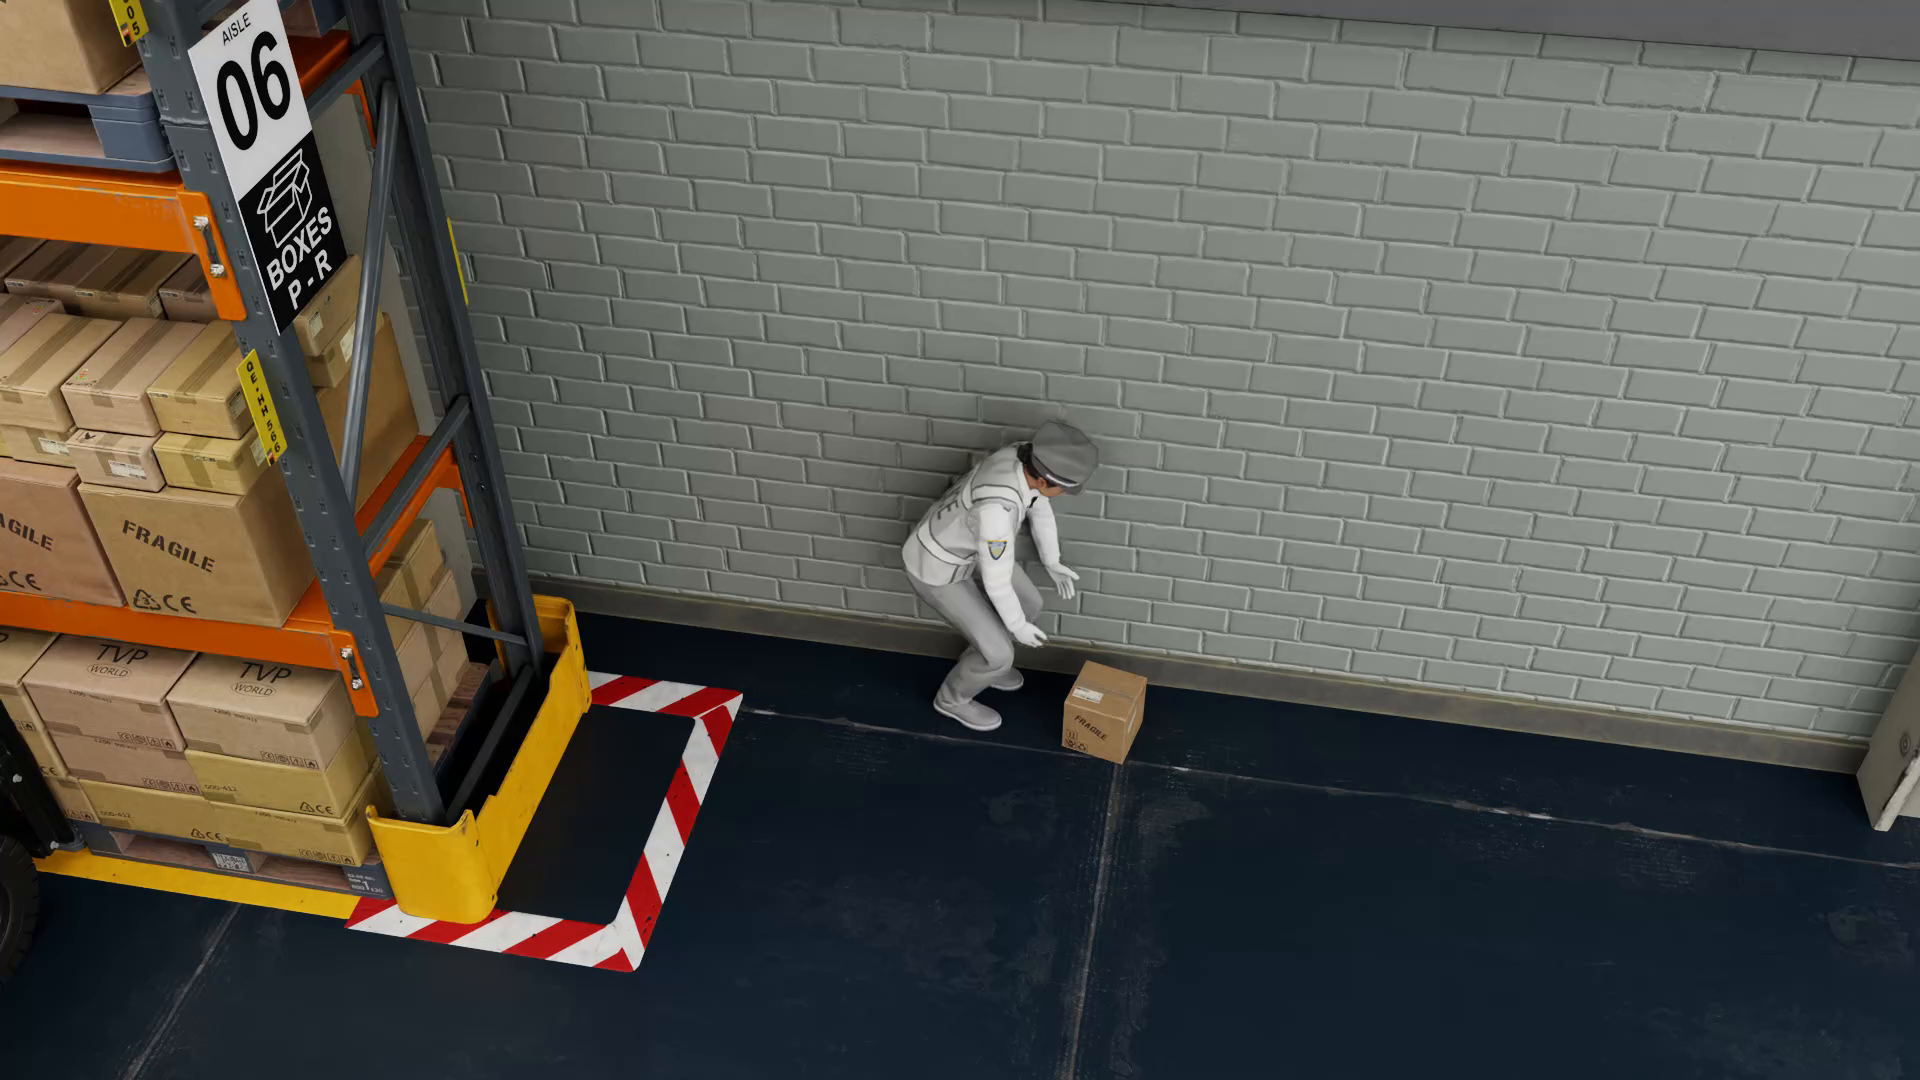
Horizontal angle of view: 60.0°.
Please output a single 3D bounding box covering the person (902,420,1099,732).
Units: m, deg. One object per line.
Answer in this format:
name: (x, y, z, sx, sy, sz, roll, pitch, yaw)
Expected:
person: (0.150, 0.107, 6.261, 0.709, 1.375, 0.535, 16, 43, 17)
